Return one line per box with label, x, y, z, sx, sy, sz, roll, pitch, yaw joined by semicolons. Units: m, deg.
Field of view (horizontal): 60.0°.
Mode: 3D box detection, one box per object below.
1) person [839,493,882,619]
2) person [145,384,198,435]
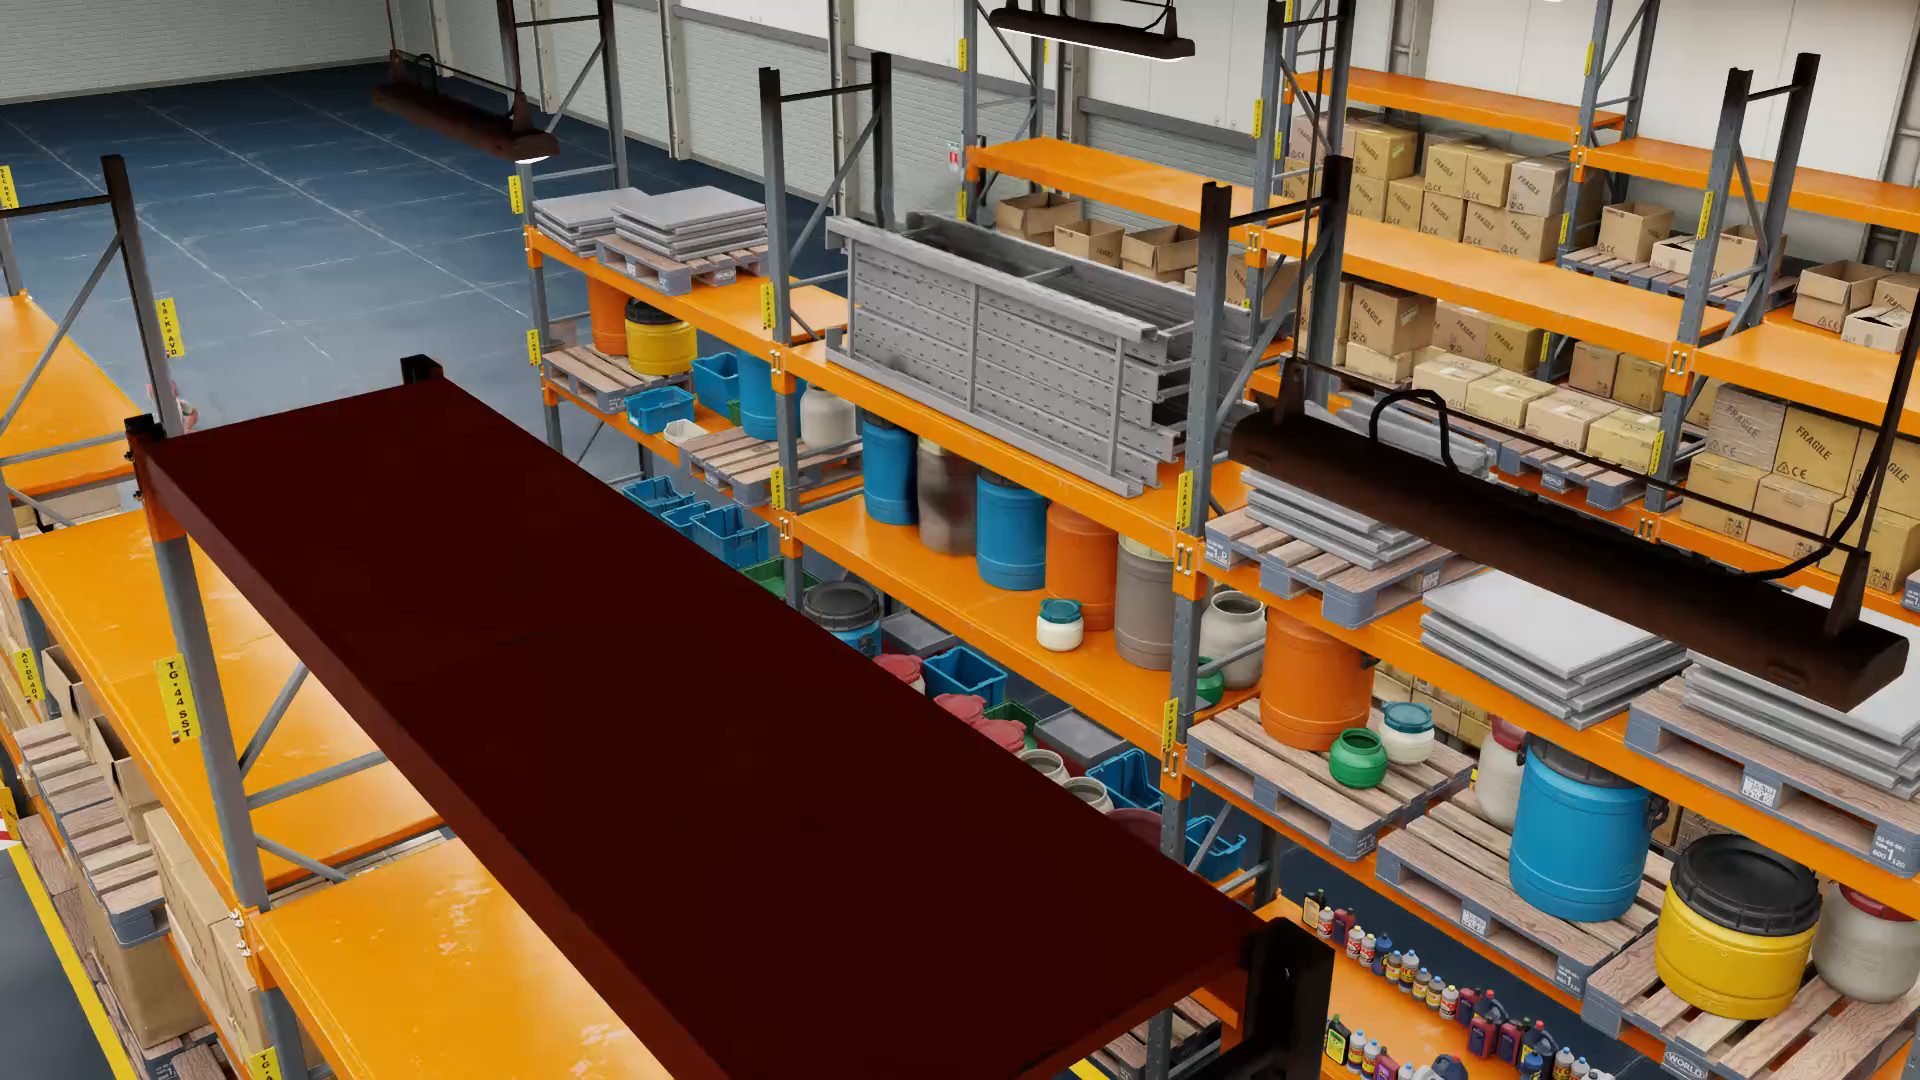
person;-0.948;0.080;15.456;0.660;1.802;0.692;19;32;34
person;-8.529;-0.893;18.059;0.769;1.844;0.643;-10;28;-19
